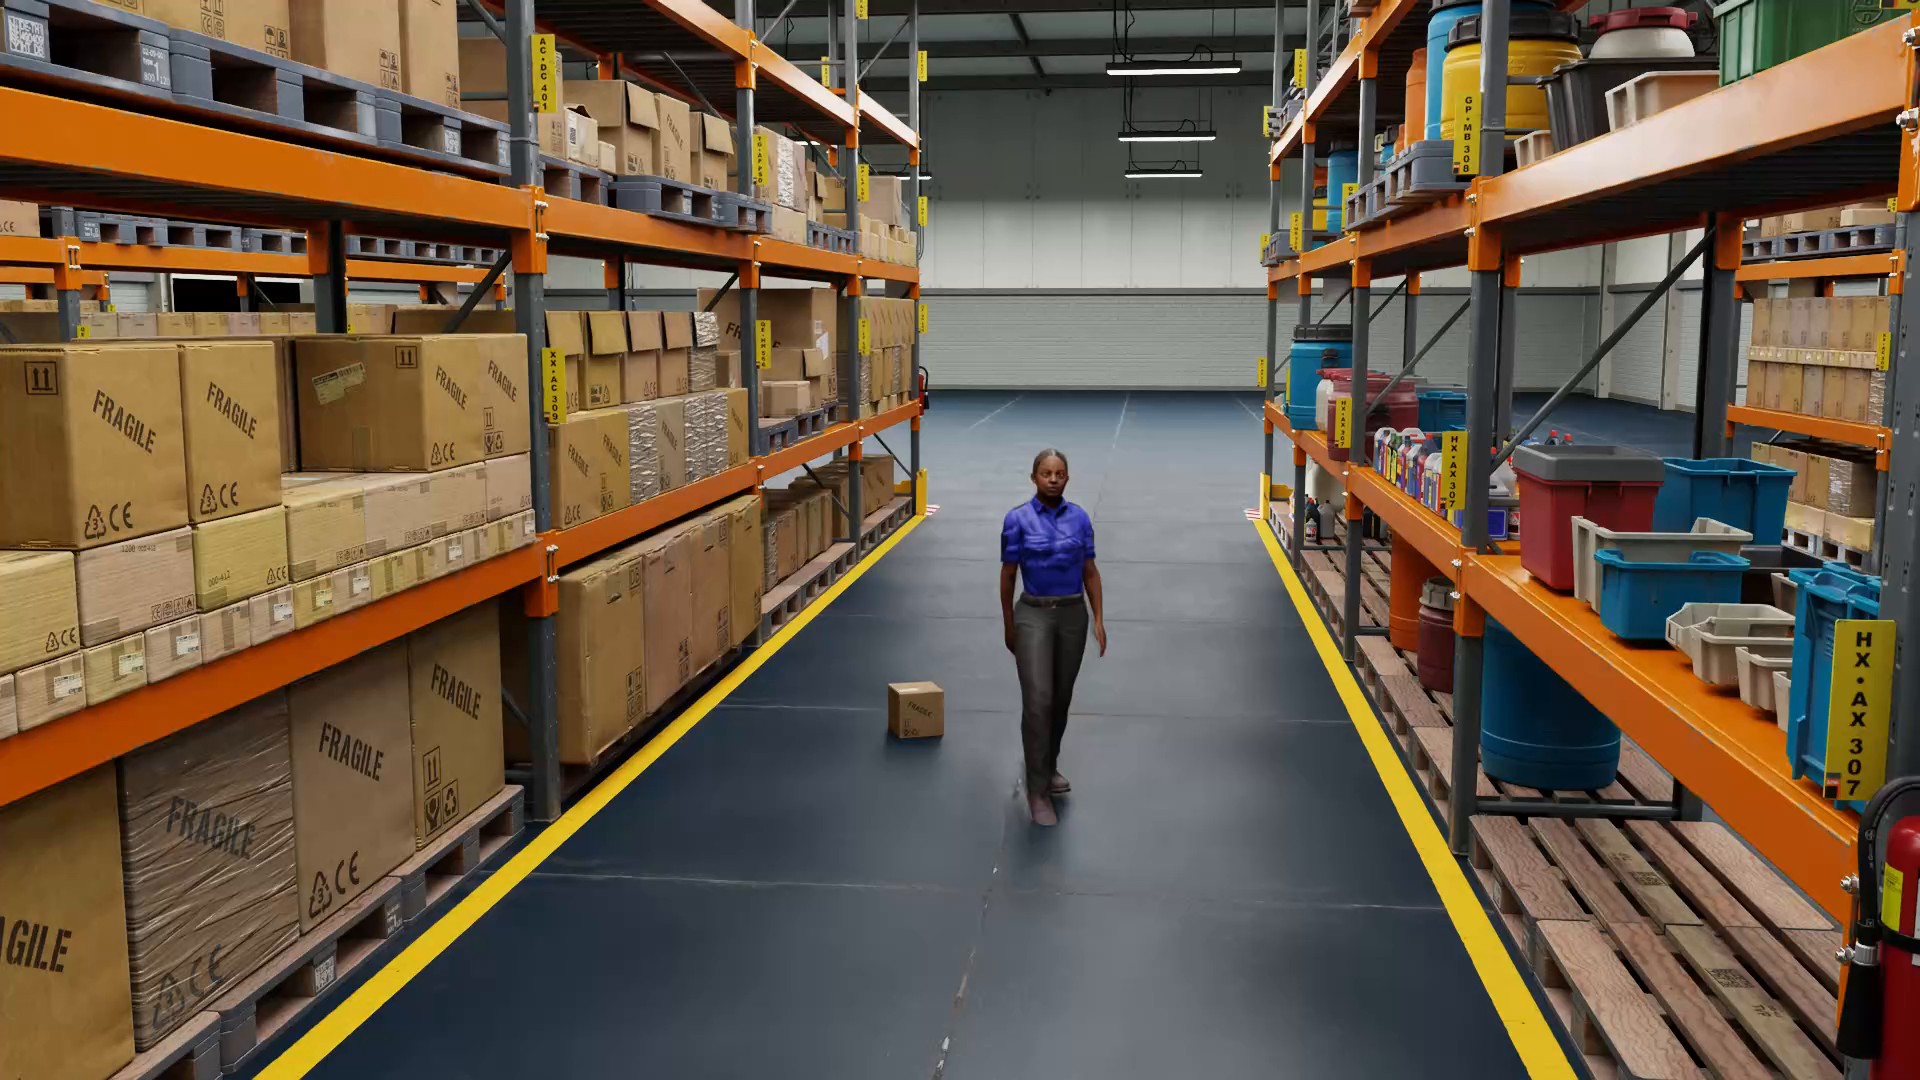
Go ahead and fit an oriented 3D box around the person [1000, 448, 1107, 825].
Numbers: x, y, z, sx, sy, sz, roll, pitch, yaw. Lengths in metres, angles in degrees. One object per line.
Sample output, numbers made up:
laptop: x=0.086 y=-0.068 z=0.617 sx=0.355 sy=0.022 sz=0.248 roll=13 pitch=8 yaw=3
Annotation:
person: x=0.443 y=0.439 z=7.705 sx=0.443 sy=1.716 sz=0.627 roll=-3 pitch=8 yaw=-18
